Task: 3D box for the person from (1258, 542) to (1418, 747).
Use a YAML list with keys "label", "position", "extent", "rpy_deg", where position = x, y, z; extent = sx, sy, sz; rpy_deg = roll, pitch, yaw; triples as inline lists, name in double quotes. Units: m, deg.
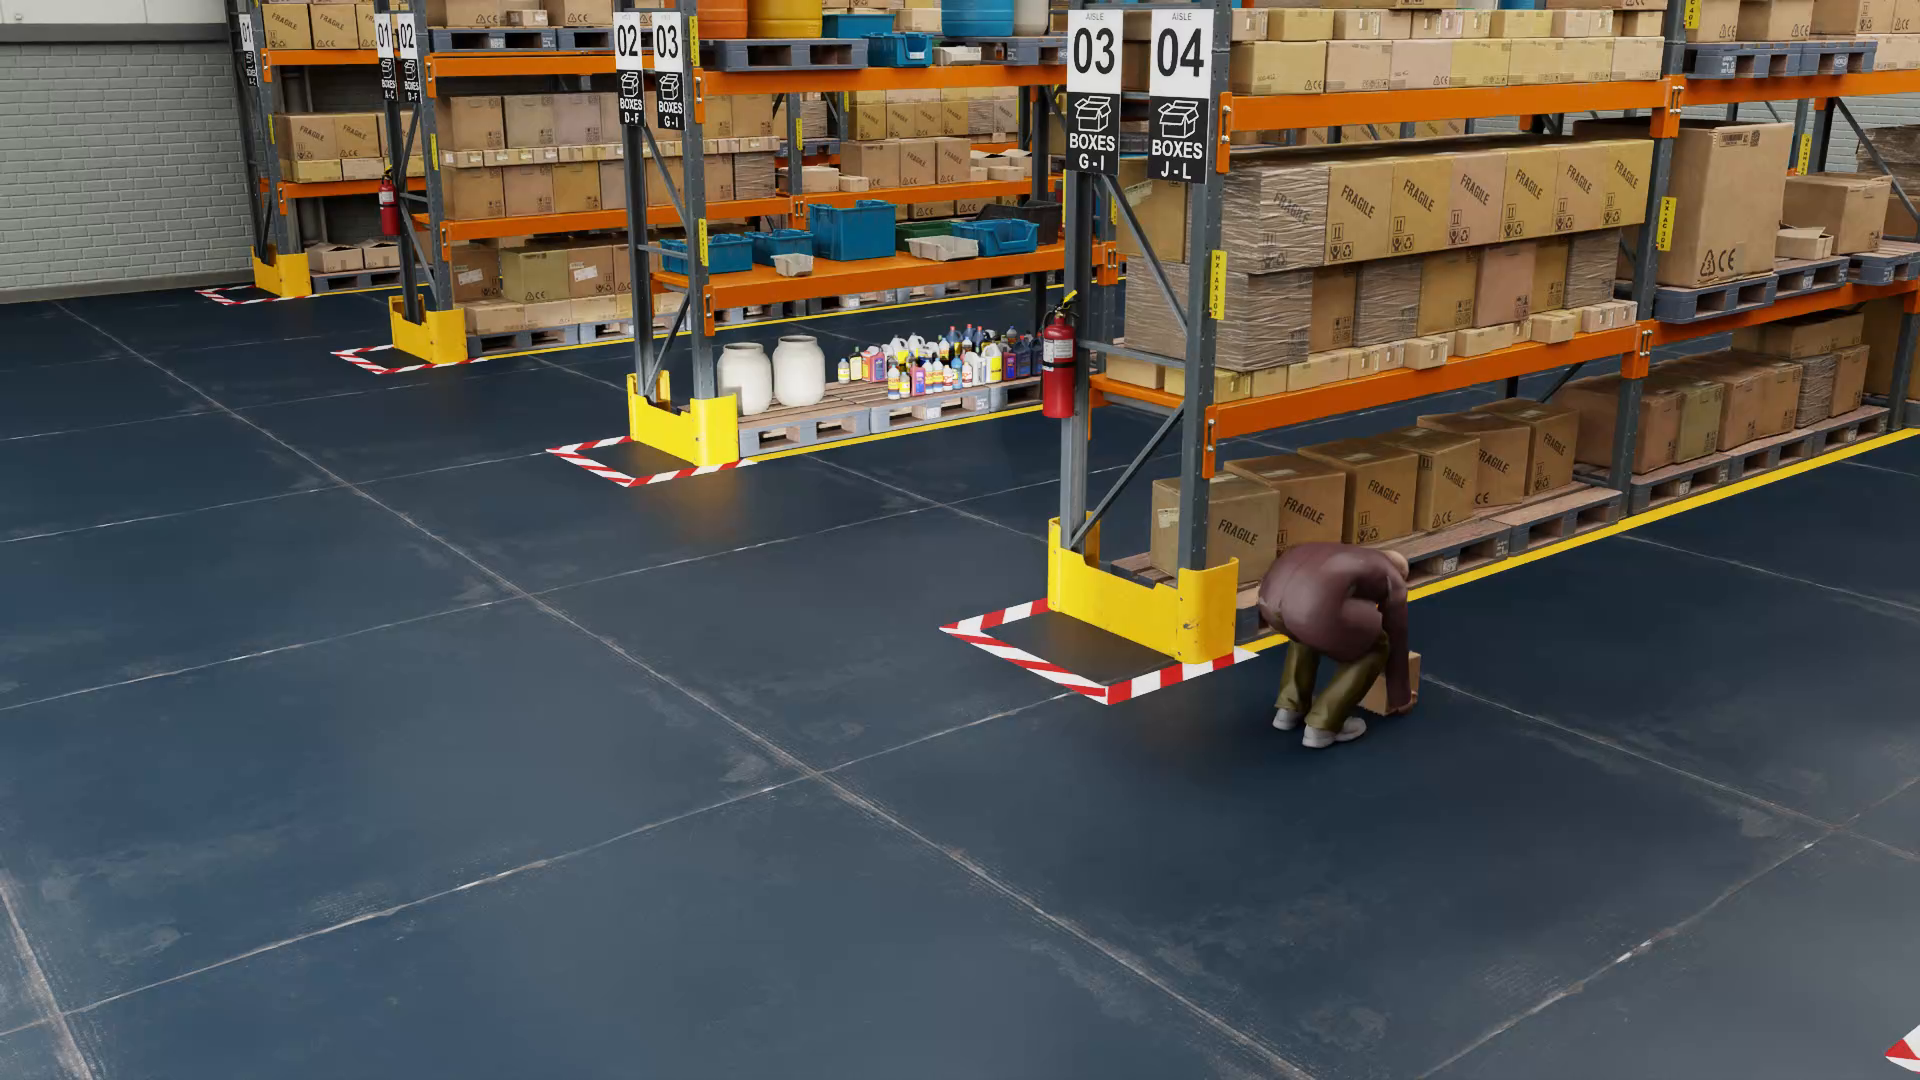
- label: "person"
  position: [1.755, 0.428, 7.681]
  extent: [0.953, 0.923, 0.587]
  rpy_deg: [-15, 23, -39]
